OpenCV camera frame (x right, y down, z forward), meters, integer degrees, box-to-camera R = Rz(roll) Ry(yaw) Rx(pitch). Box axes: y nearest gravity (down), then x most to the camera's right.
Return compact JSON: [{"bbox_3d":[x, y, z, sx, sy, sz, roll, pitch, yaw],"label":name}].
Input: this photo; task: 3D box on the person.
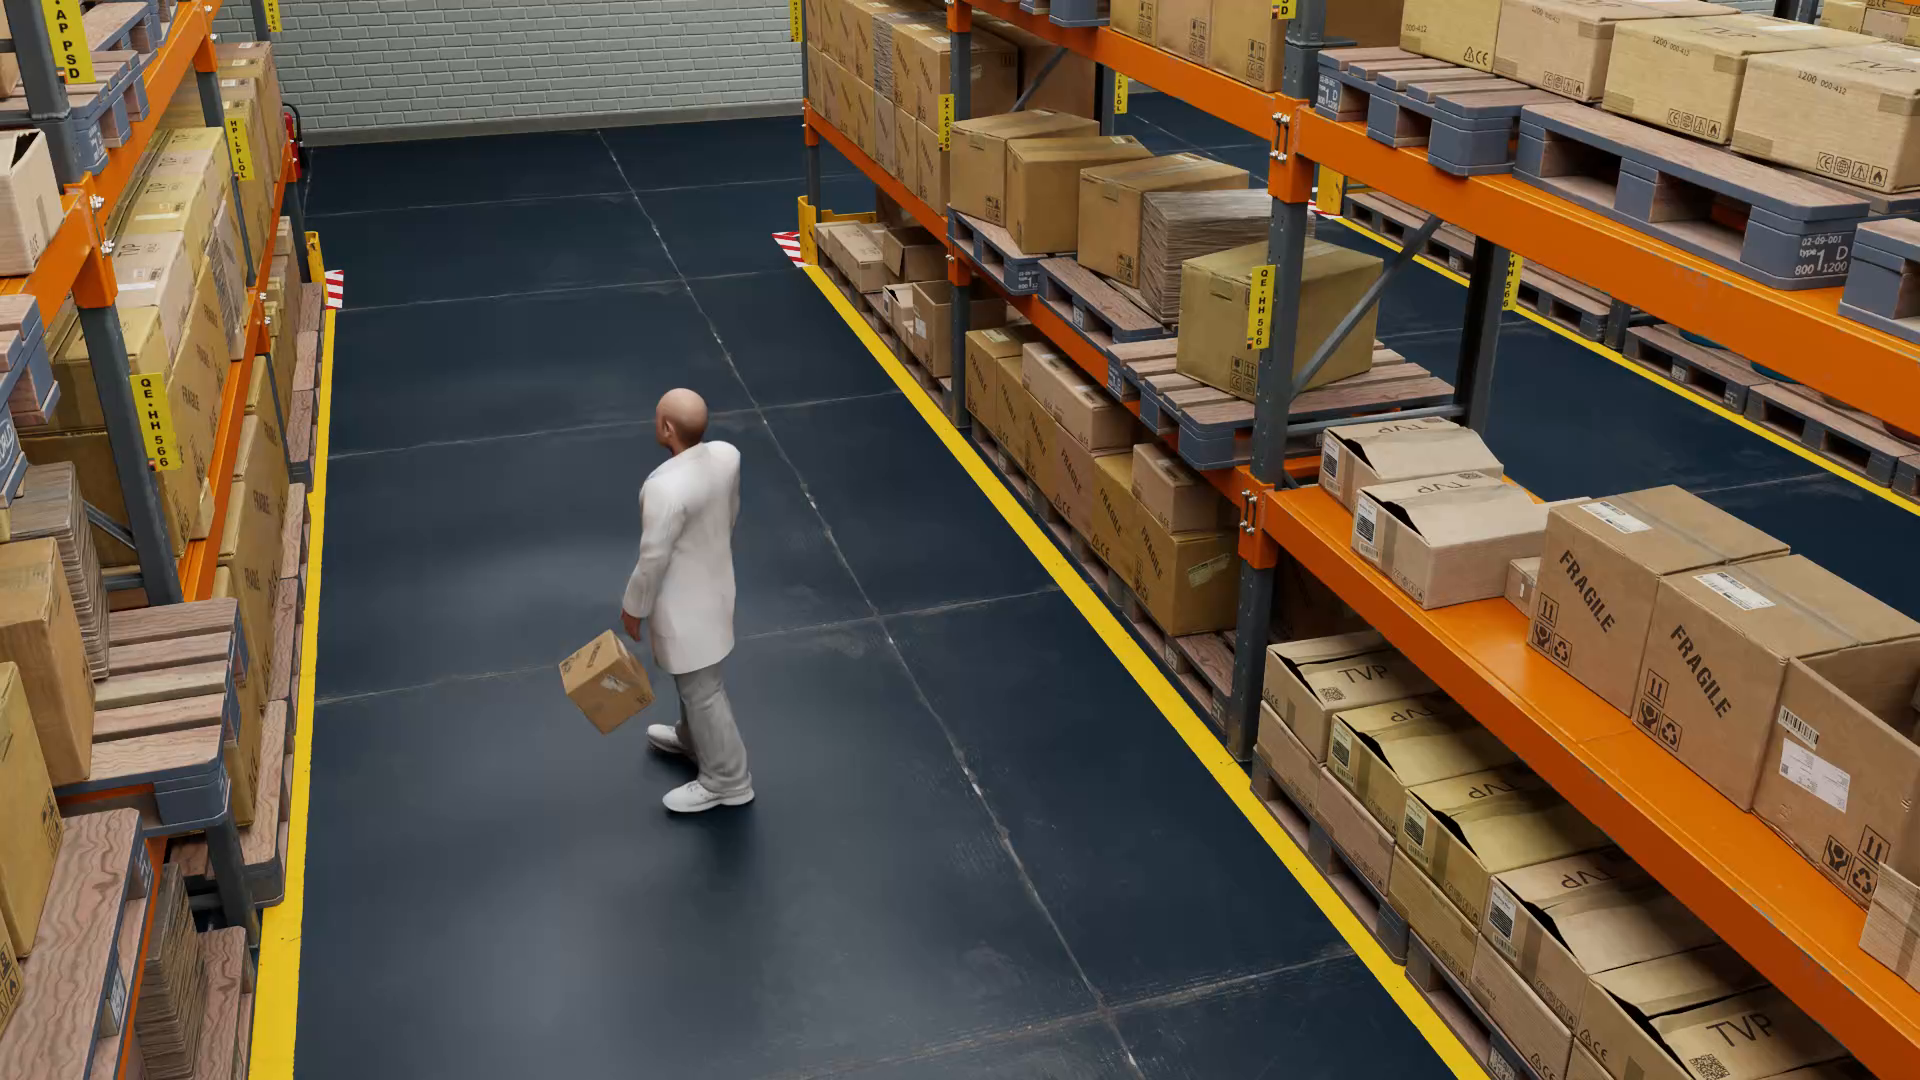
[{"bbox_3d":[-1.134,0.211,6.674,0.656,1.774,0.655,10,28,20],"label":"person"}]
